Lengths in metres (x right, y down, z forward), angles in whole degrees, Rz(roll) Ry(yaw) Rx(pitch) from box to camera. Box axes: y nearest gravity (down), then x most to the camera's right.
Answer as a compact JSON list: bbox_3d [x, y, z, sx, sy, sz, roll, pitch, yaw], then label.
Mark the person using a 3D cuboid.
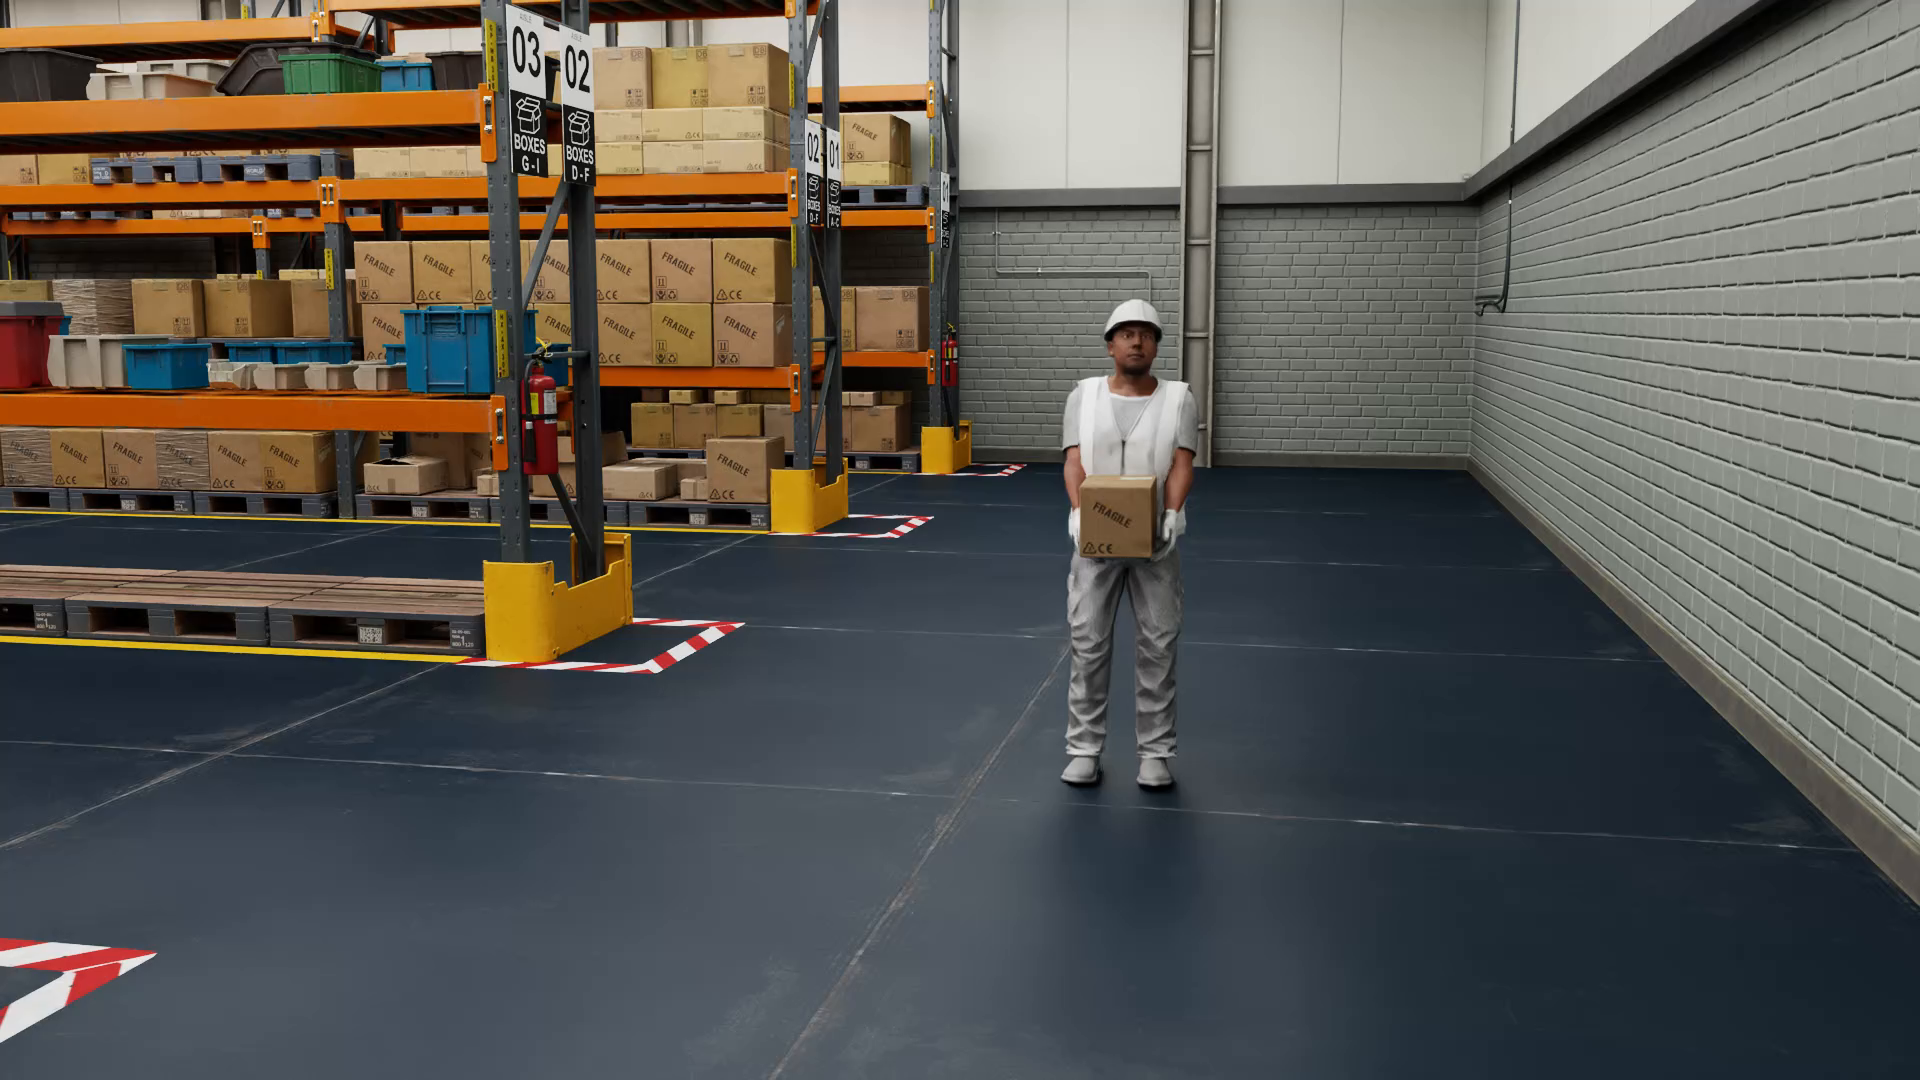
[{"bbox_3d":[0.613,0.022,6.071,0.497,1.786,0.572,1,8,7],"label":"person"}]
